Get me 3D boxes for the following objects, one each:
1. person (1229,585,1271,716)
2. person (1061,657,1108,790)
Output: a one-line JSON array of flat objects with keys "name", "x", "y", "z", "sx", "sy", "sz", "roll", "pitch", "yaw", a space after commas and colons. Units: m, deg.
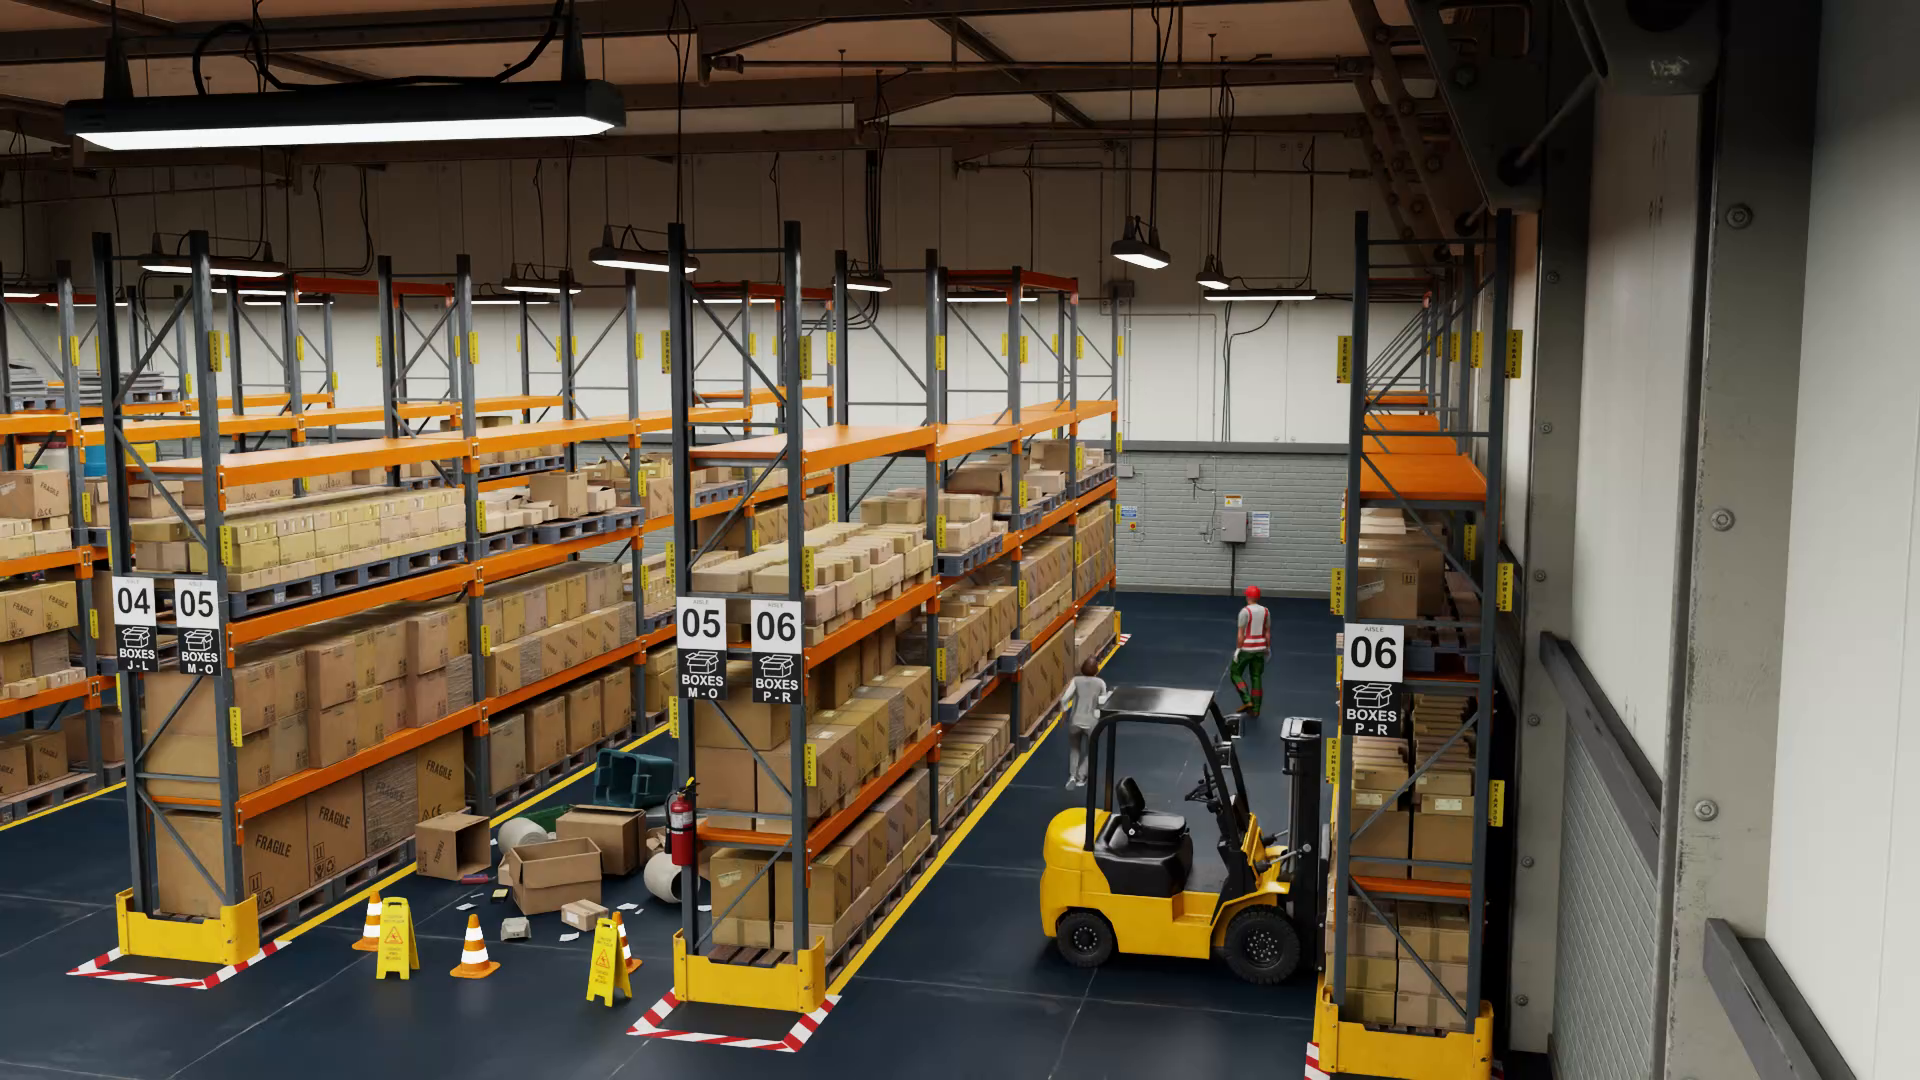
[{"name": "person", "x": 4.000, "y": 1.515, "z": 22.711, "sx": 0.603, "sy": 1.791, "sz": 0.472, "roll": -3, "pitch": 8, "yaw": -25}, {"name": "person", "x": 1.377, "y": 2.036, "z": 18.338, "sx": 0.510, "sy": 1.440, "sz": 0.744, "roll": 2, "pitch": 7, "yaw": 17}]
